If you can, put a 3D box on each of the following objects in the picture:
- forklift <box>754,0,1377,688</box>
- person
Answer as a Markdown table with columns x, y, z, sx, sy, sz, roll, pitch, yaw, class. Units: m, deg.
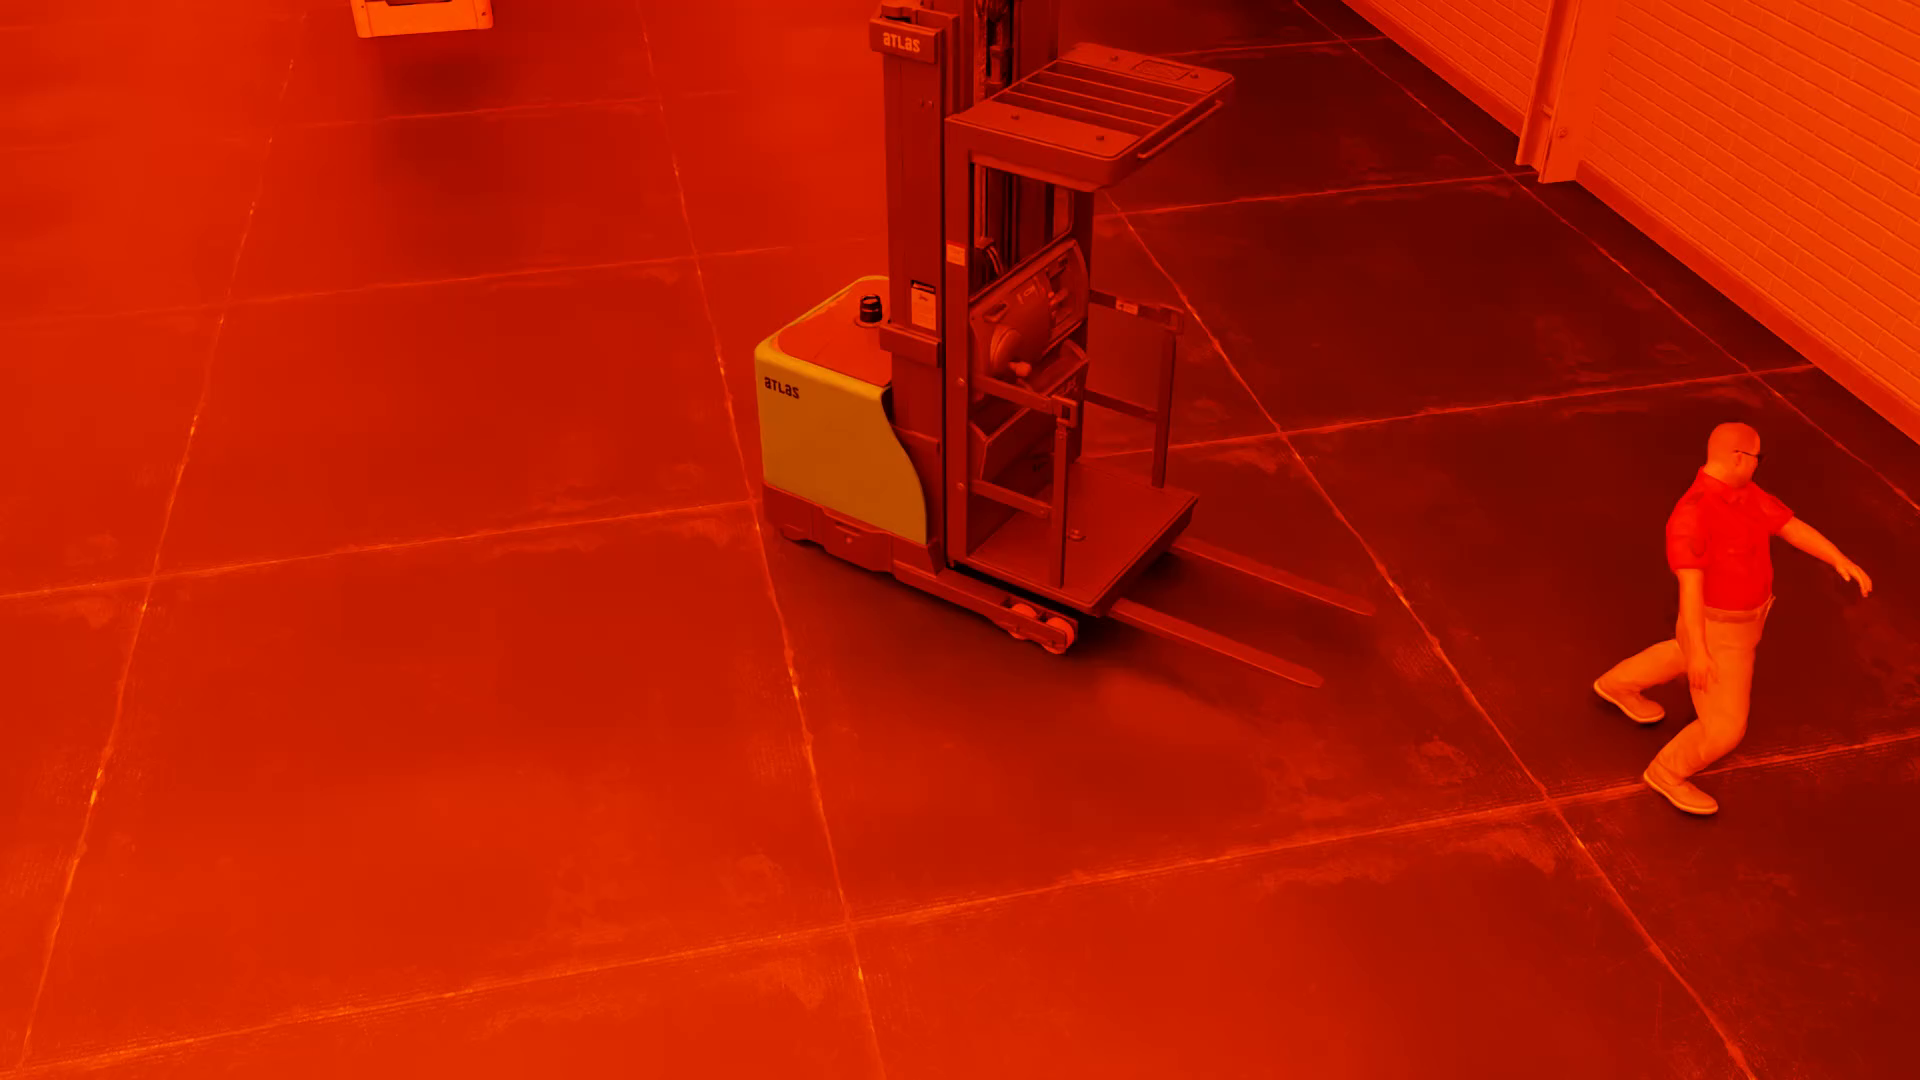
| x | y | z | sx | sy | sz | roll | pitch | yaw | class |
| --- | --- | --- | --- | --- | --- | --- | --- | --- | --- |
| 0.495 | -1.012 | 7.456 | 3.031 | 2.935 | 1.130 | 21 | 41 | 27 | forklift |
| 3.077 | 0.359 | 6.690 | 0.874 | 1.575 | 0.844 | 19 | 40 | 24 | person |
